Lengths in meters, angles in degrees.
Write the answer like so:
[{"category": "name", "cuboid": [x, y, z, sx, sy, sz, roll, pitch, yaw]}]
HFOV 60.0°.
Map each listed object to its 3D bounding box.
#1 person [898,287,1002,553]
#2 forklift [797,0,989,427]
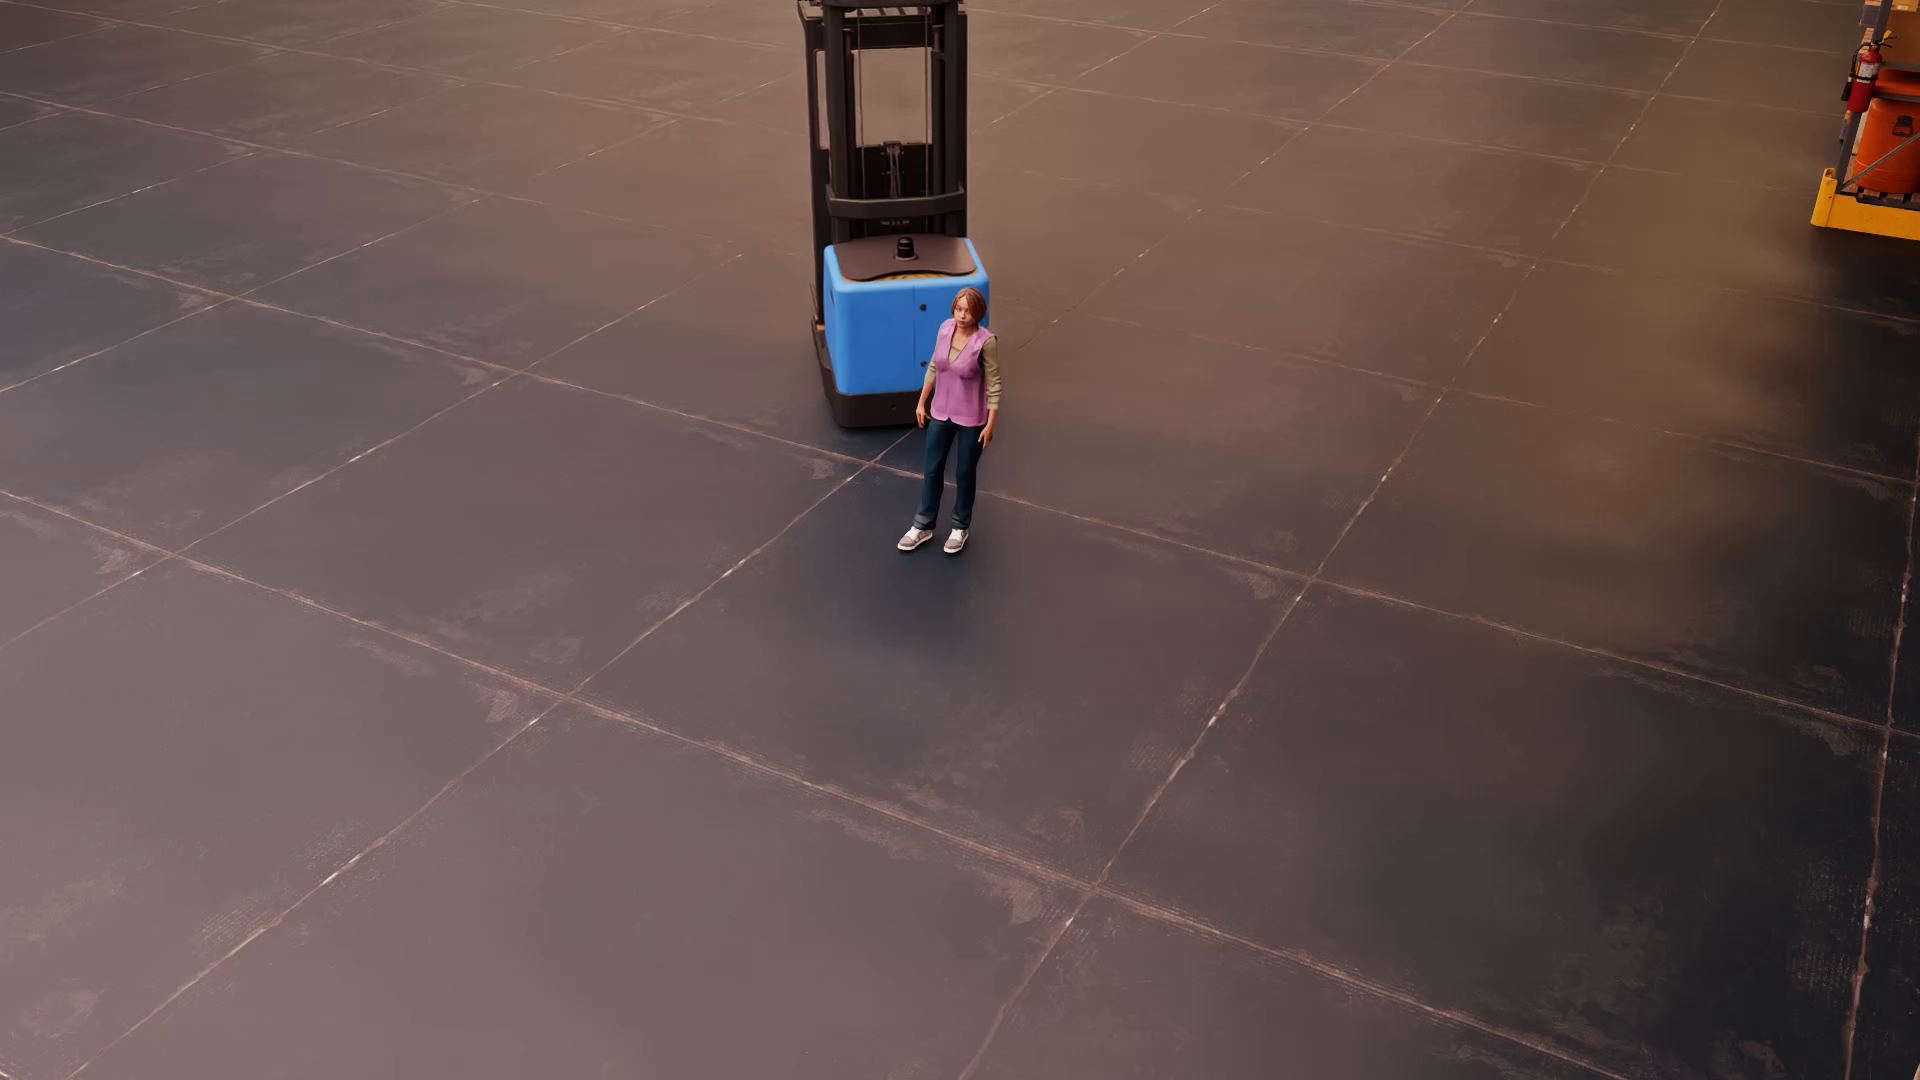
[{"category": "person", "cuboid": [-0.048, -0.669, 9.550, 0.520, 1.596, 0.475, 15, 33, 25]}, {"category": "forklift", "cuboid": [-0.536, -2.743, 11.824, 1.130, 2.935, 3.031, -5, 30, -8]}]
